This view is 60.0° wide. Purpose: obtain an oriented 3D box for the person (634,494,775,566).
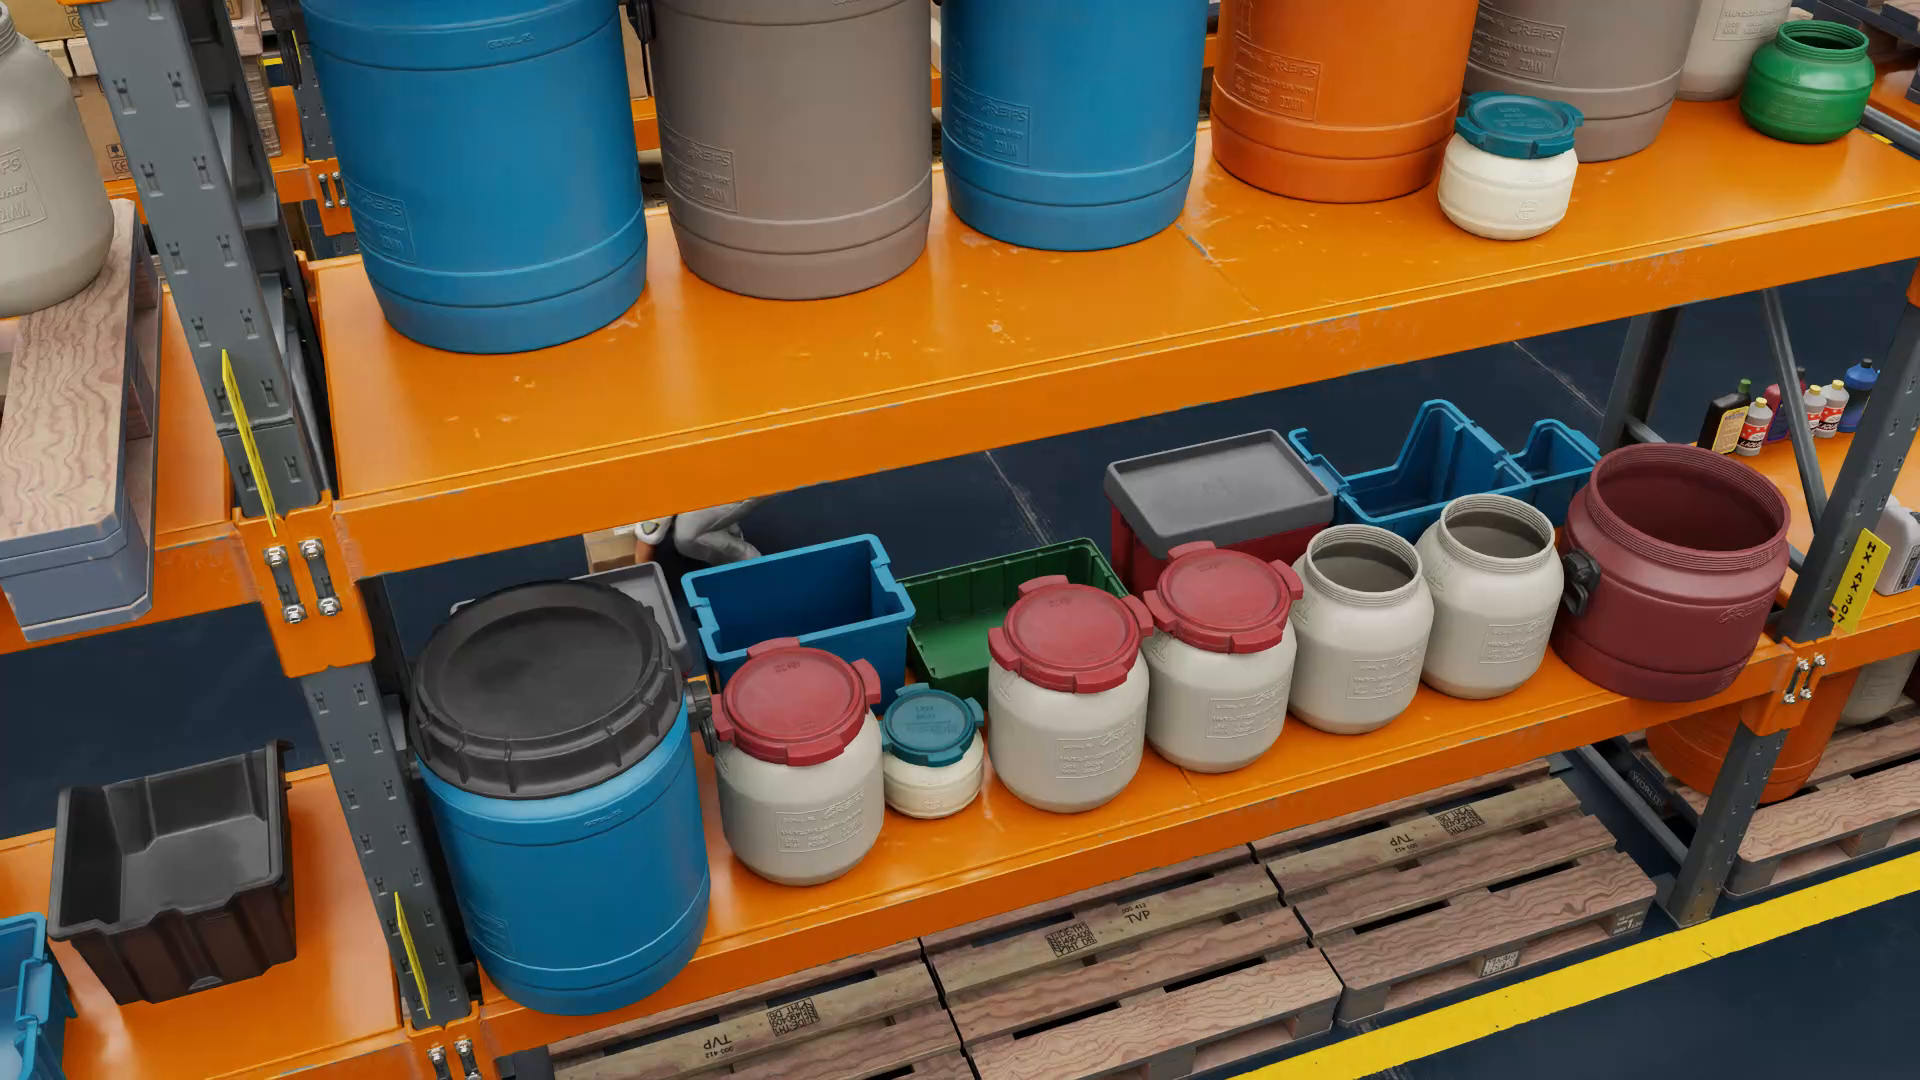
[{"bbox_3d":[-1.165,-0.164,7.101,0.941,0.785,0.506,-14,40,-17],"label":"person"}]
